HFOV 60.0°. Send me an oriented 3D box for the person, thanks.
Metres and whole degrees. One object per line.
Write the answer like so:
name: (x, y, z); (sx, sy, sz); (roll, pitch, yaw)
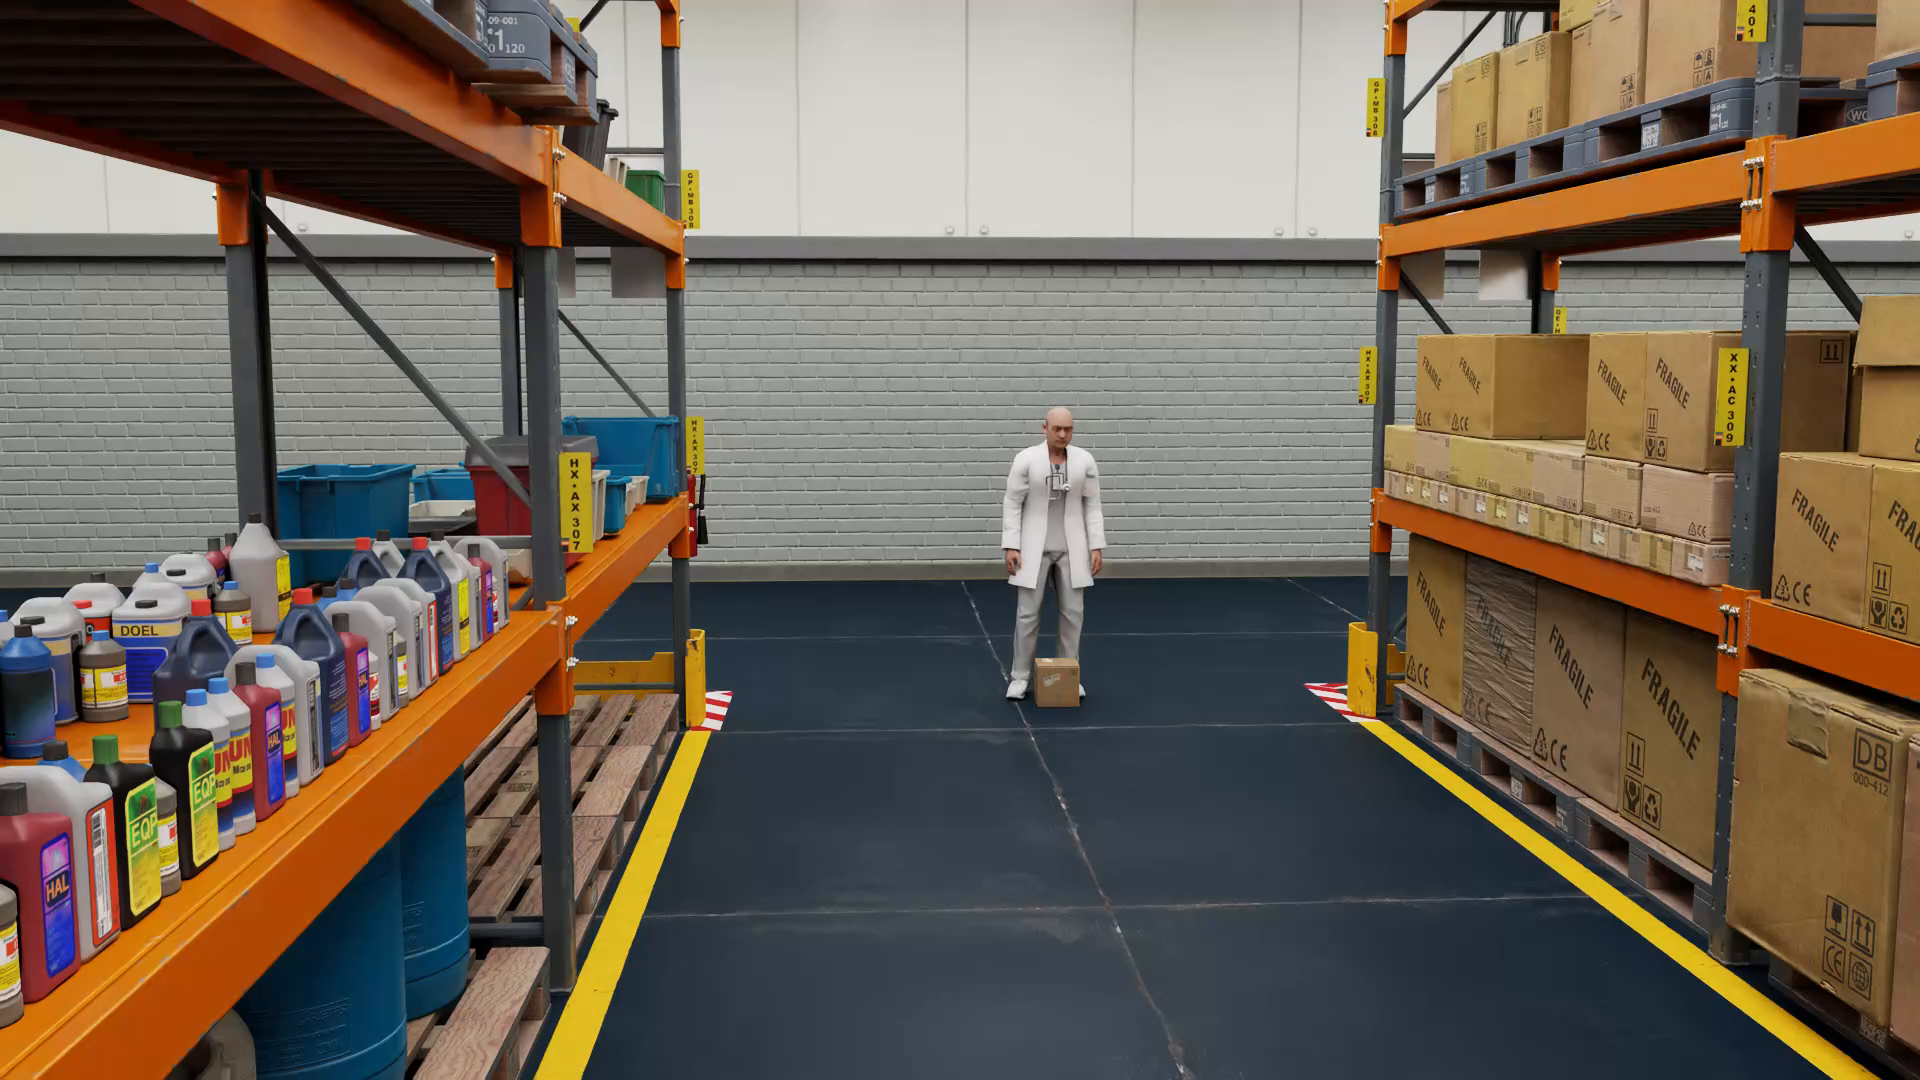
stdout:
person: (0.575, 0.073, 10.184); (0.653, 1.774, 0.423); (-1, 7, -7)
